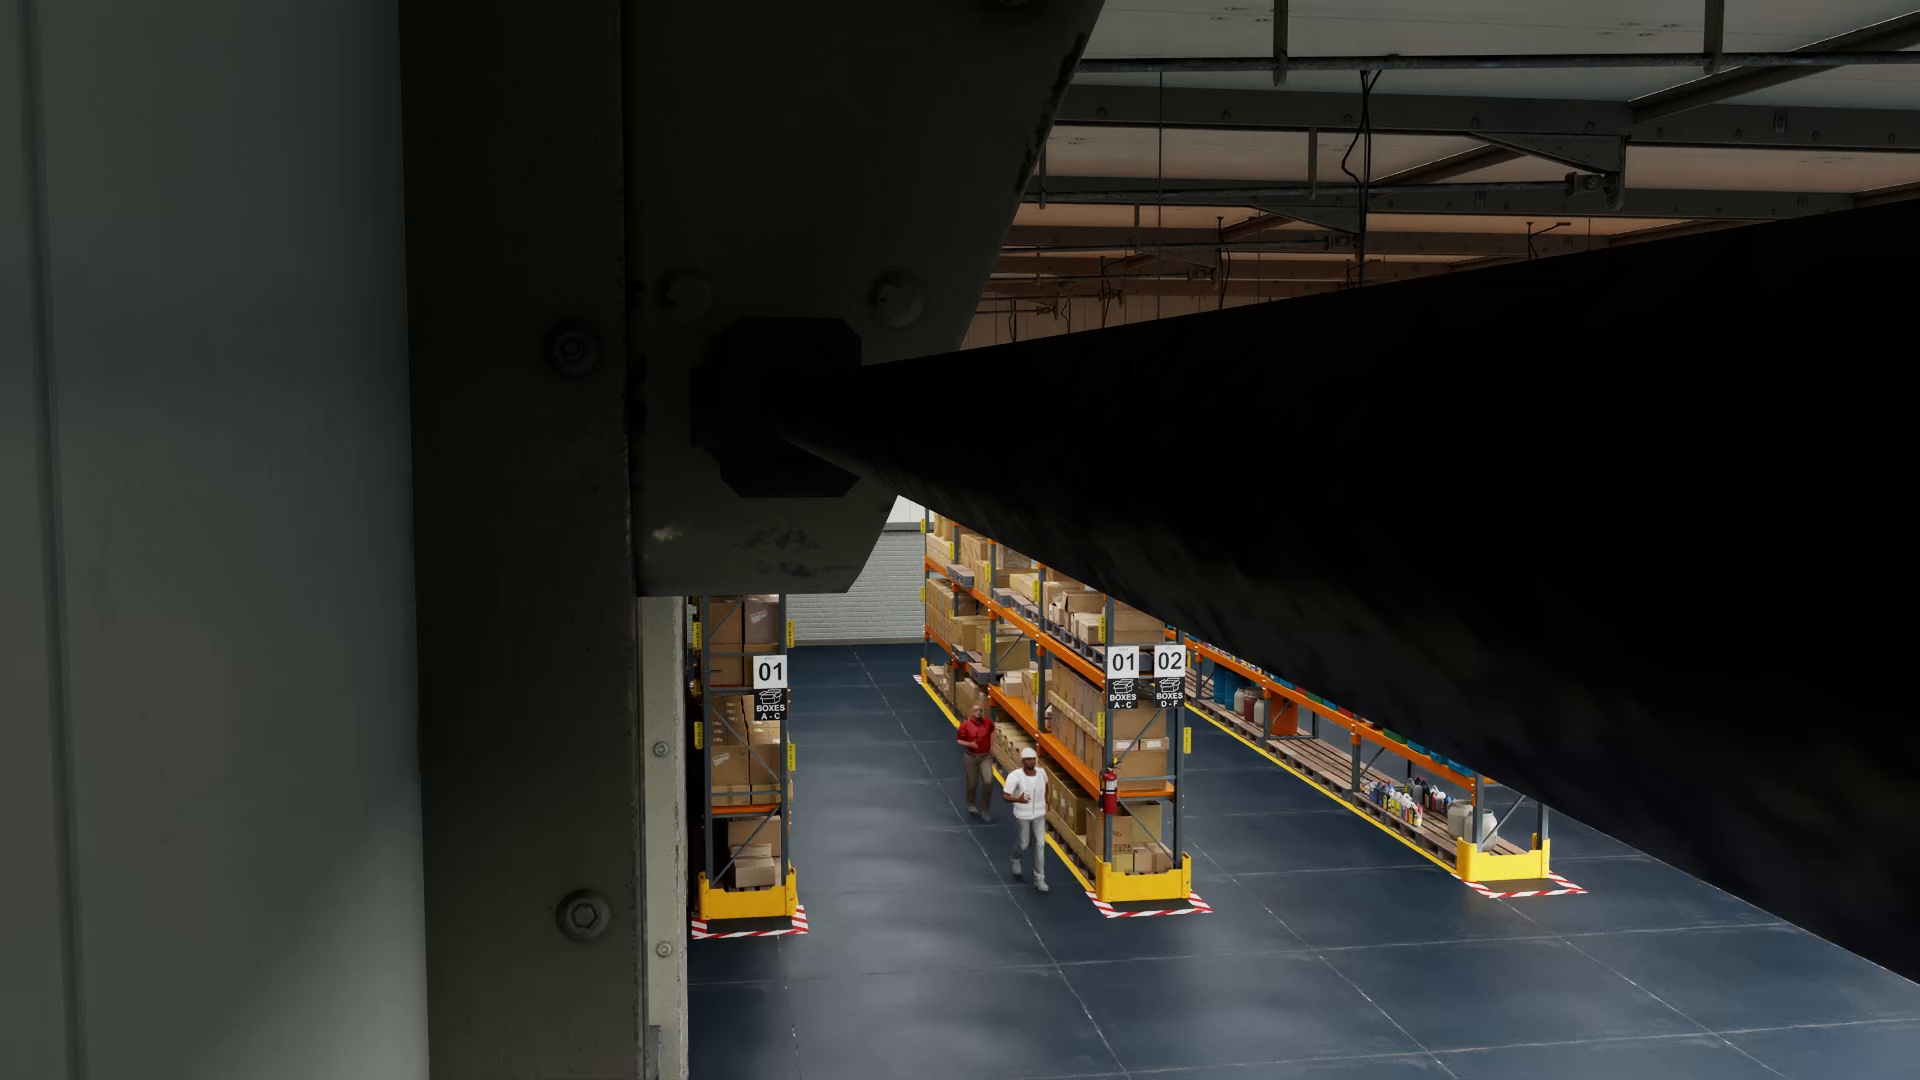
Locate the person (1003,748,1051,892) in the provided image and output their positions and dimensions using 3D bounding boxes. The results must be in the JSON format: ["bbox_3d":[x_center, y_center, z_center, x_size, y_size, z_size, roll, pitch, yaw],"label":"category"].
[{"bbox_3d":[0.895,3.539,21.333,0.703,1.752,0.935,-2,5,-17],"label":"person"}]

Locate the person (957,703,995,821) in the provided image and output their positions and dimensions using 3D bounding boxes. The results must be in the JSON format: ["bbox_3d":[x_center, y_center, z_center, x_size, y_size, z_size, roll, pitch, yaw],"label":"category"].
[{"bbox_3d":[0.264,3.312,24.777,0.638,1.786,0.756,-1,5,-11],"label":"person"}]
